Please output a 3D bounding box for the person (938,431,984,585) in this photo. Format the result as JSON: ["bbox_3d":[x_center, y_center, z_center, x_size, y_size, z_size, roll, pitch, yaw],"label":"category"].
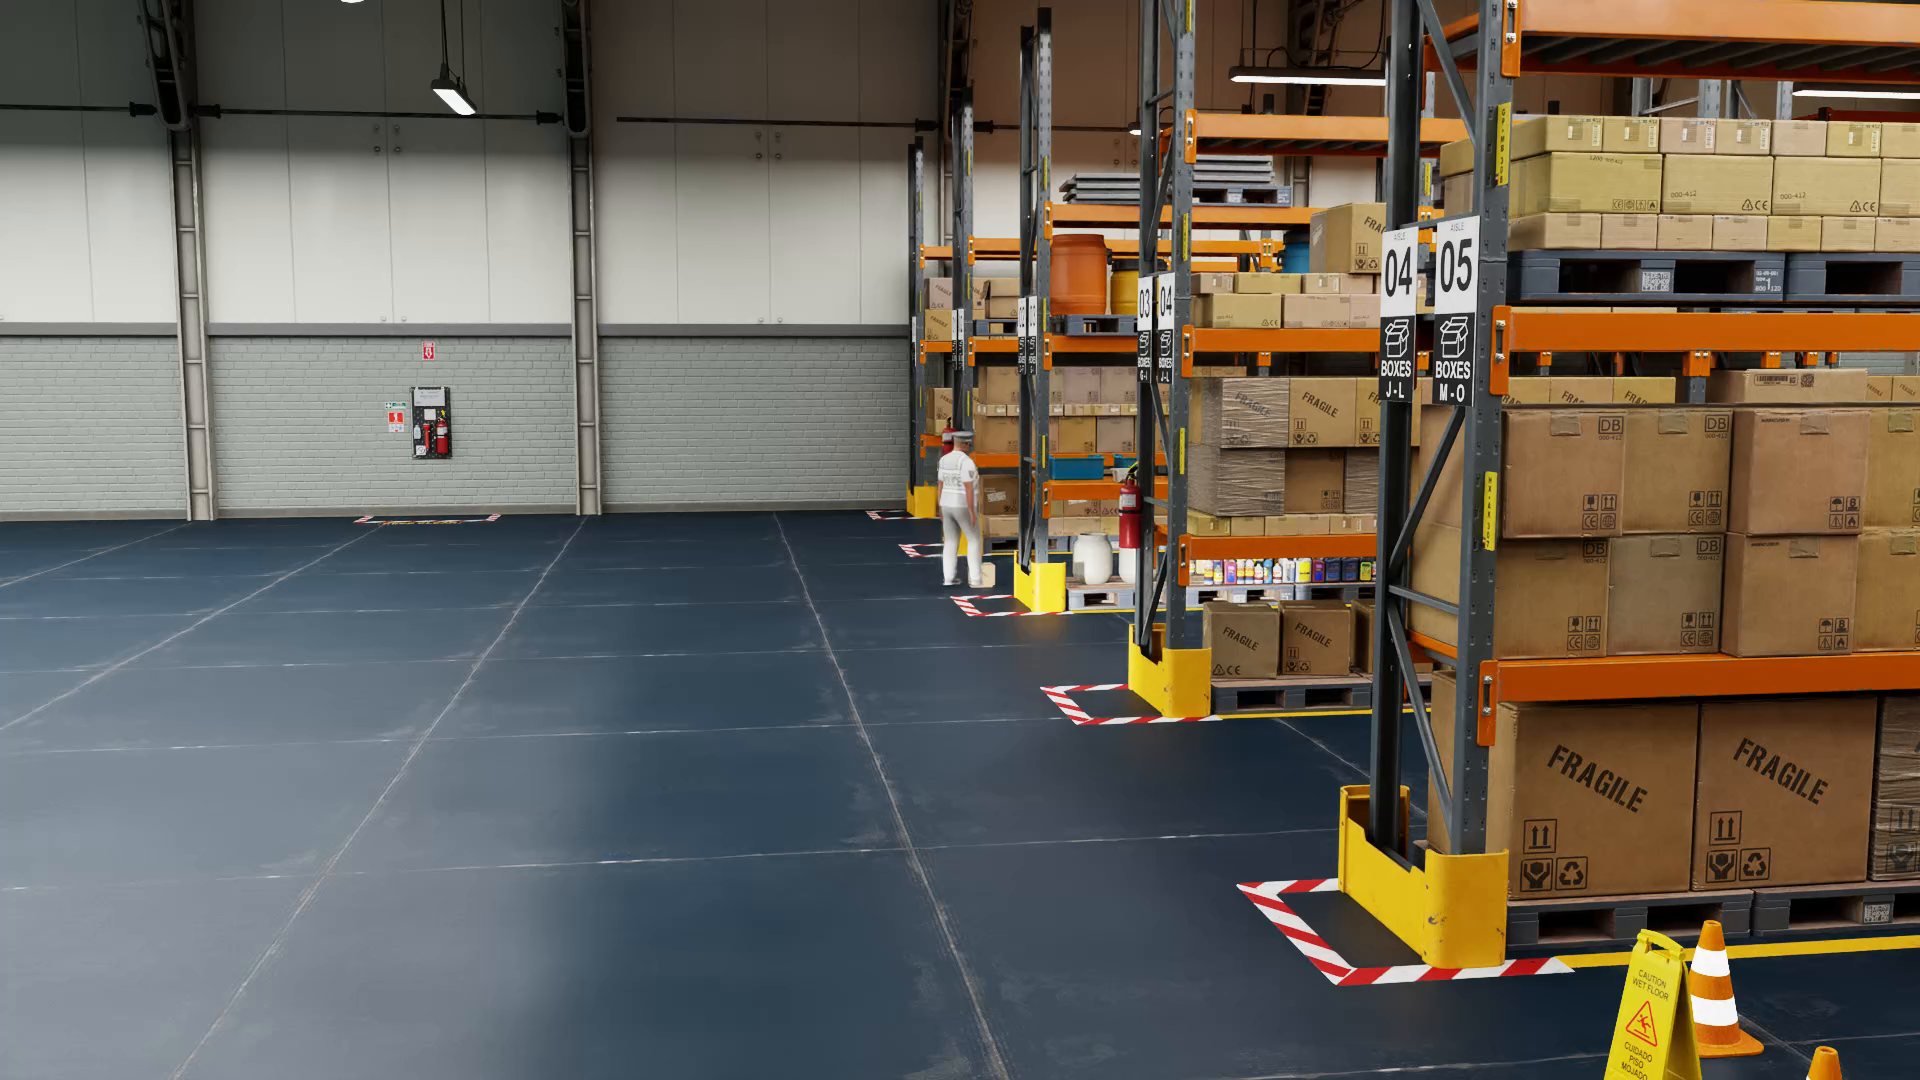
[{"bbox_3d":[0.046,-0.350,18.767,0.593,1.760,0.562,6,9,42],"label":"person"}]
